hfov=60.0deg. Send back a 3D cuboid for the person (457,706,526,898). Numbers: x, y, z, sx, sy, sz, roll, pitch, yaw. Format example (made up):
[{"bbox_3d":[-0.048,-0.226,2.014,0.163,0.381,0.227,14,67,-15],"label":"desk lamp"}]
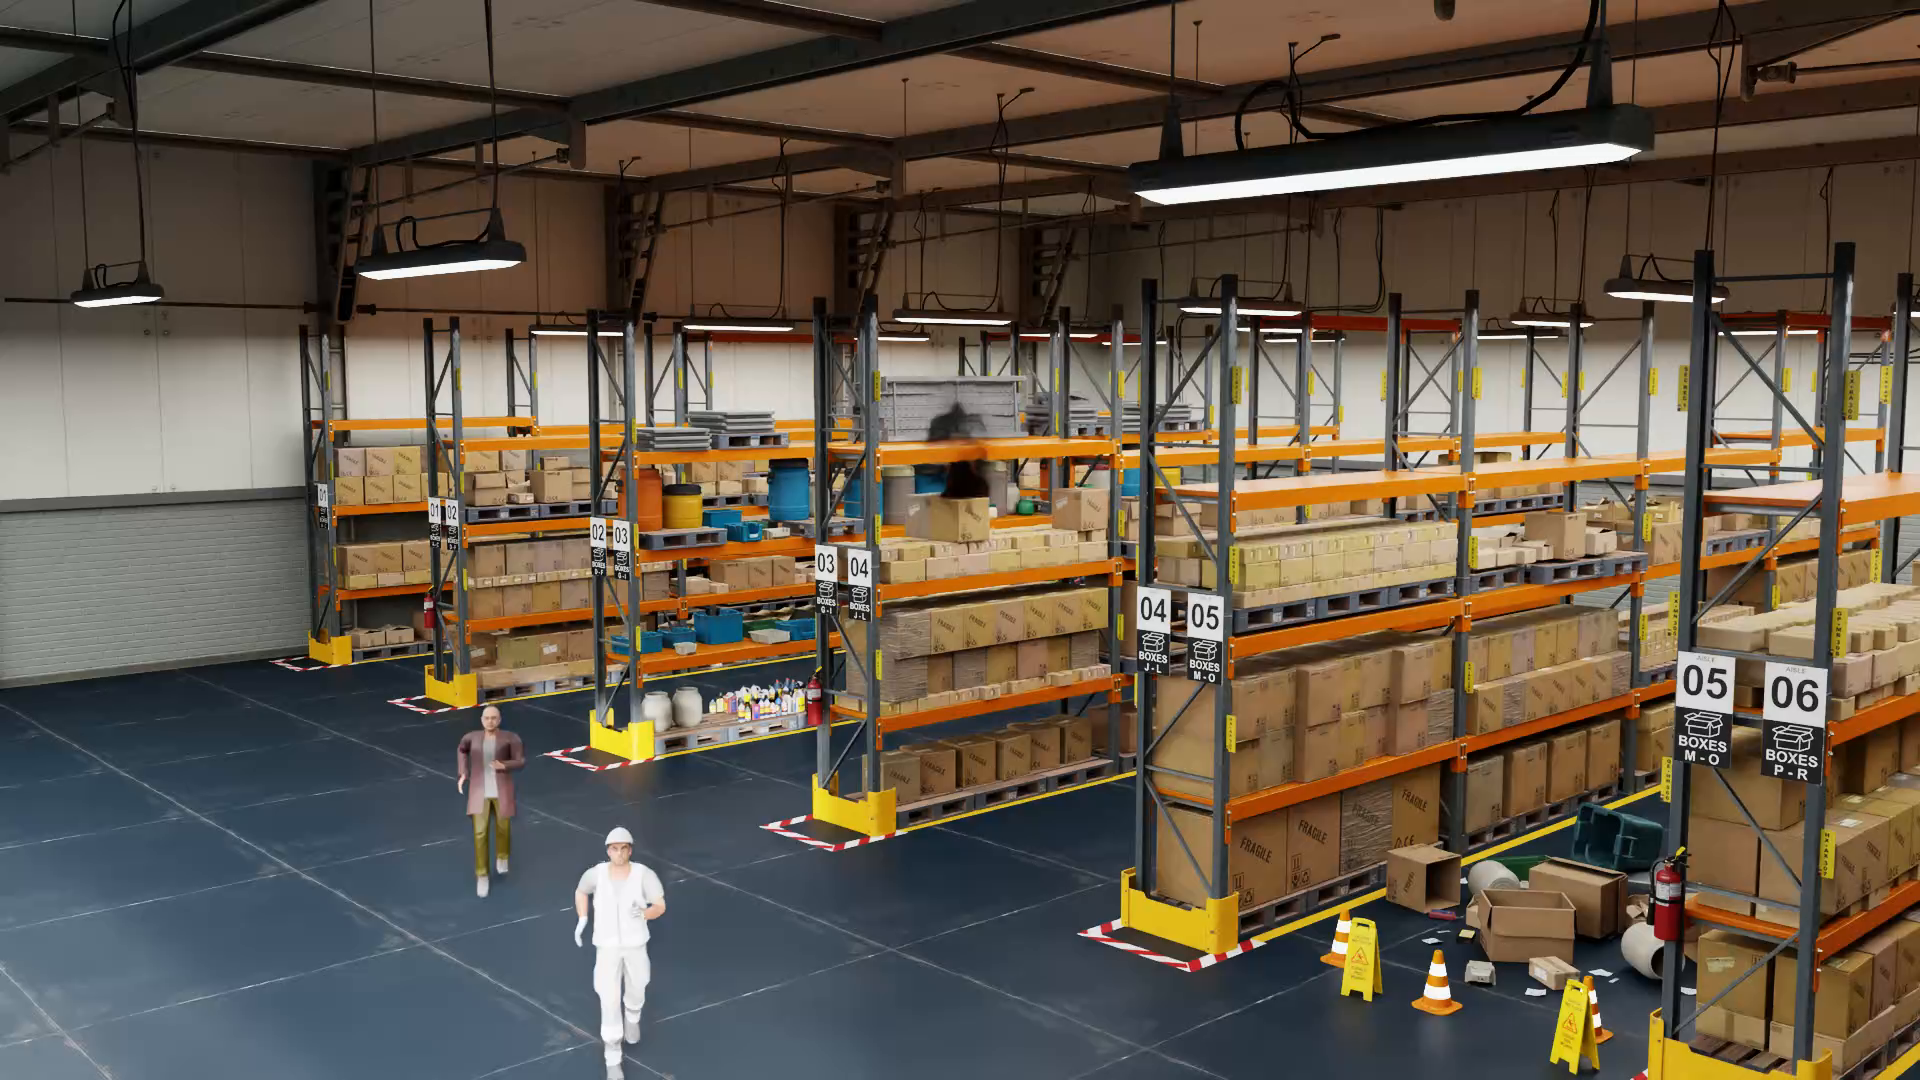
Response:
[{"bbox_3d":[-4.715,2.580,16.766,0.681,1.837,0.903,-1,6,-14],"label":"person"}]

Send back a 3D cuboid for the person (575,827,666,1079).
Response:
[{"bbox_3d":[-2.507,3.004,12.305,0.659,1.781,0.991,-1,6,-13],"label":"person"}]
